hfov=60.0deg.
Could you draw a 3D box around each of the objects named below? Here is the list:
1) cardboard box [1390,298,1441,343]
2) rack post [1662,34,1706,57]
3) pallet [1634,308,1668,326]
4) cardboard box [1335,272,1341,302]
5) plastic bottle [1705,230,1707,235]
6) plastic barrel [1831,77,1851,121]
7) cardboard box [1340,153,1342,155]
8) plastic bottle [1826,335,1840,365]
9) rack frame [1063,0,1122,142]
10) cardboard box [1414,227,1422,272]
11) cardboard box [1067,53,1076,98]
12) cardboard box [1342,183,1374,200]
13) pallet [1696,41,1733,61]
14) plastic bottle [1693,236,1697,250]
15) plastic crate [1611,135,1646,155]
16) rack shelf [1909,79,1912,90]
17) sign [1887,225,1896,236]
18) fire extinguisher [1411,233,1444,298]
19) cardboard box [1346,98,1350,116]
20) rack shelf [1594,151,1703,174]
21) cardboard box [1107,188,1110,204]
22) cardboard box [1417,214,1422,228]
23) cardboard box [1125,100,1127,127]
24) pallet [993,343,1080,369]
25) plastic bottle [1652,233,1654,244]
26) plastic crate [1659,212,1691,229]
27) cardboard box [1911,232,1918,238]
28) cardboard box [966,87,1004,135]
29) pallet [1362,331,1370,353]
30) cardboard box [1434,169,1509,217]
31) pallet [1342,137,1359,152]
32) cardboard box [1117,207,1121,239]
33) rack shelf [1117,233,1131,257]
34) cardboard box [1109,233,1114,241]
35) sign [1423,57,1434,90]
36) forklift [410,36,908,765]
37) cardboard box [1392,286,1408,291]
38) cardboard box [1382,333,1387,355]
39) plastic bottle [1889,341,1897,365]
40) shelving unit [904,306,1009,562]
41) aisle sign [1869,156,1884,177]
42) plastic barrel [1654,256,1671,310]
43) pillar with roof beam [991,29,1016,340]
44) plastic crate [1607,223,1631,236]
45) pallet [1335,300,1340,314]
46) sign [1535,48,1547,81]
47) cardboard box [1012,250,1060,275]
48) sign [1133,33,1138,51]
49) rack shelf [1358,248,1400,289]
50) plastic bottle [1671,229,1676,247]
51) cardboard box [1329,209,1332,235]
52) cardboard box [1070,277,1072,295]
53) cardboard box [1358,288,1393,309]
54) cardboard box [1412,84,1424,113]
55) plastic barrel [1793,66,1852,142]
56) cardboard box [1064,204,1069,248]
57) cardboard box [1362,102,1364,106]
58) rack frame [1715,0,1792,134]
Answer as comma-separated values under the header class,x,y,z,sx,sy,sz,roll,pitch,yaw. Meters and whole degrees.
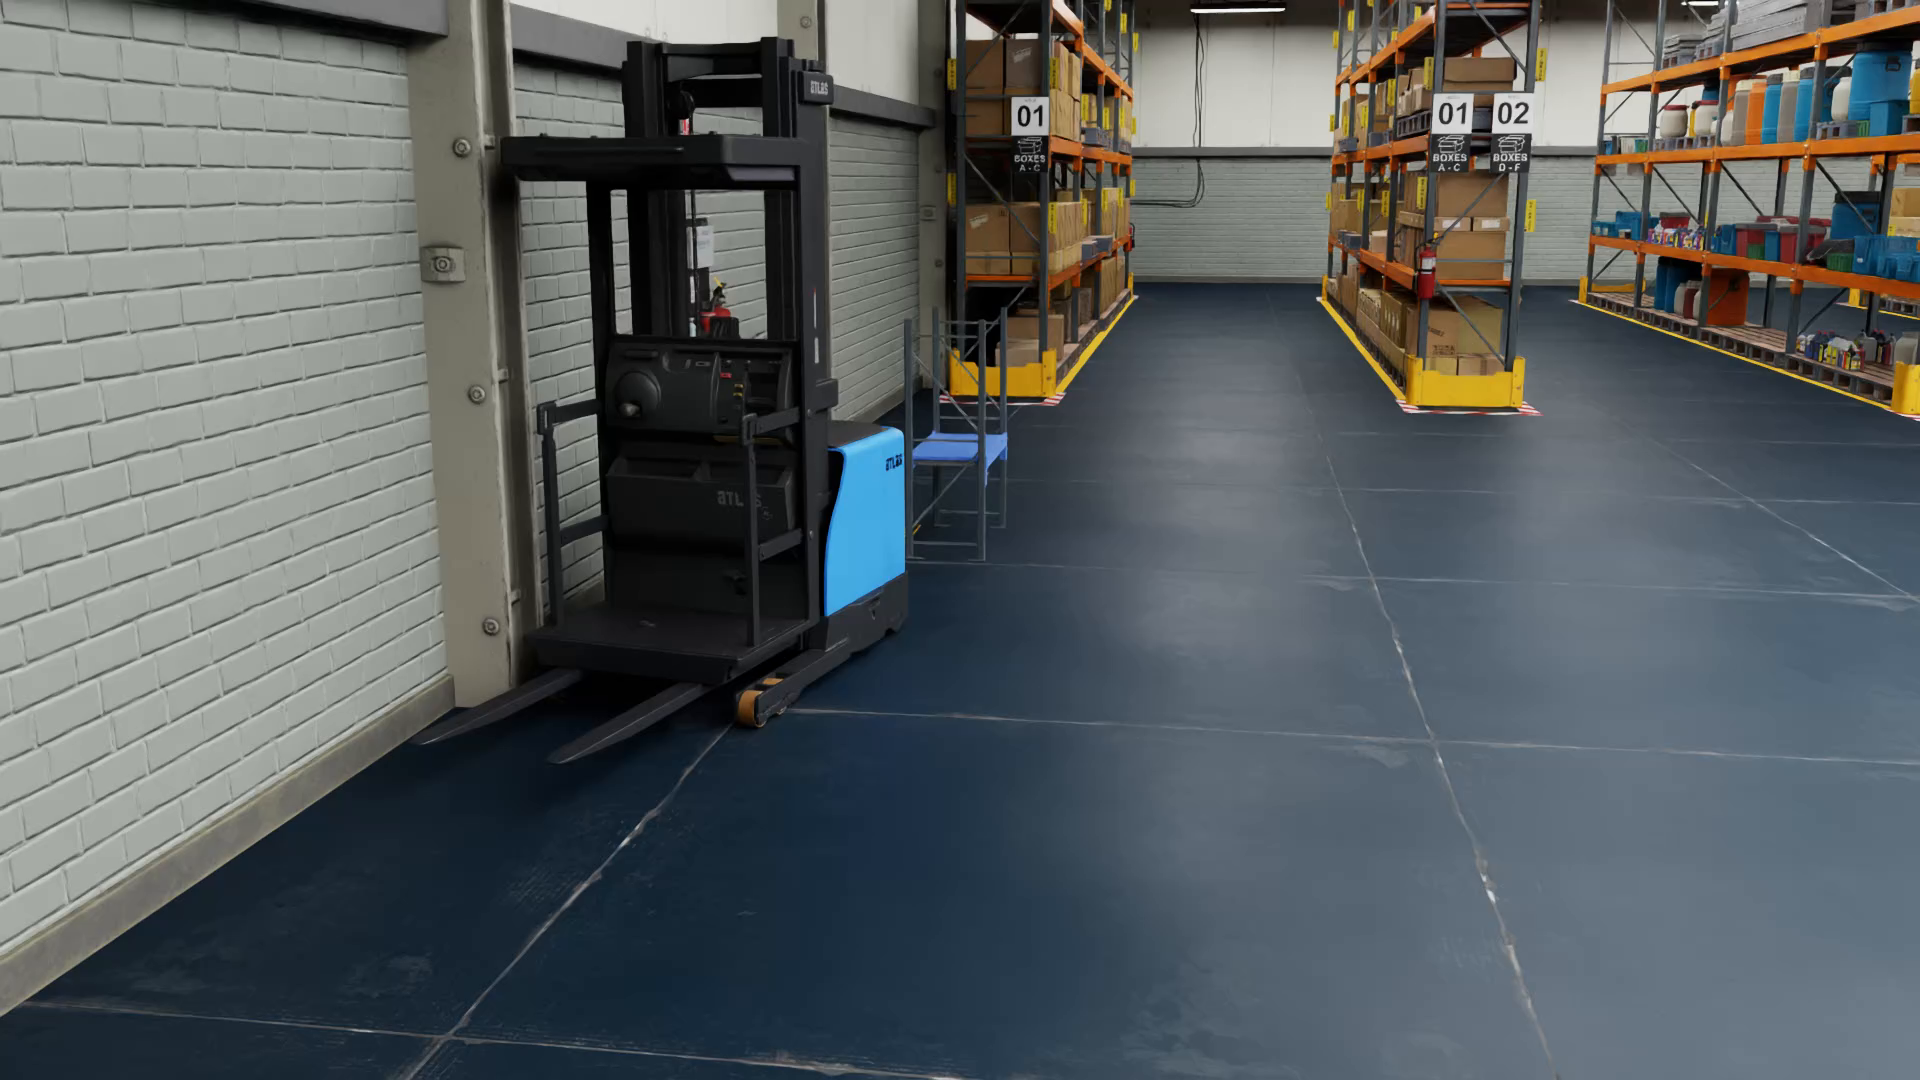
class,x,y,z,sx,sy,sz,roll,pitch,yaw
cardboard box,5.364,-2.578,19.588,0.500,0.500,0.500,2,12,9
rack post,11.937,-7.975,26.817,0.937,0.300,0.954,2,12,8
pallet,11.937,-3.731,27.805,1.003,0.211,1.213,2,12,9
cardboard box,7.011,-4.536,29.809,0.500,0.500,0.500,2,12,9
plastic bottle,12.075,-4.889,26.865,0.097,0.271,0.097,0,12,0
plastic barrel,10.607,-5.231,19.764,0.421,0.512,0.421,0,12,0
cardboard box,7.171,-7.126,30.174,0.500,0.250,0.500,2,12,9
plastic bottle,10.238,-2.226,19.445,0.144,0.351,0.185,2,12,8
rack frame,2.308,-8.507,29.108,1.000,3.000,0.127,2,12,9
cardboard box,5.678,-3.385,19.342,0.700,0.500,0.500,2,12,10
cardboard box,1.125,-5.586,20.017,0.500,0.500,0.500,1,12,7
cardboard box,7.025,-6.066,29.410,0.500,0.500,0.500,2,12,9
pallet,11.623,-7.215,24.509,1.213,0.211,1.003,2,12,9
plastic bottle,11.209,-4.513,25.288,0.097,0.201,0.097,0,12,0
plastic crate,12.206,-7.213,30.370,0.504,0.338,0.767,2,12,9
rack shelf,17.299,-7.895,28.923,1.077,0.370,4.000,2,12,9
sign,11.409,-3.703,20.400,0.100,0.325,0.005,2,12,9
fire extinguisher,4.881,-2.869,17.371,0.296,0.674,0.183,2,12,9
cardboard box,7.455,-7.834,30.494,0.700,0.500,0.500,2,12,9
rack shelf,12.405,-6.784,29.942,1.077,0.370,4.000,2,12,9
cardboard box,2.172,-5.615,27.156,0.500,0.250,0.500,2,12,9
cardboard box,5.426,-3.638,18.977,0.380,0.149,0.250,2,12,10
cardboard box,2.838,-7.938,30.928,0.500,0.500,0.500,2,12,9
pallet,1.009,-2.405,21.652,1.003,0.211,1.213,2,12,9
plastic bottle,11.599,-5.041,27.738,0.097,0.201,0.097,0,12,0
plastic crate,12.482,-5.492,29.062,0.402,0.464,0.583,2,12,9
cardboard box,16.912,-5.312,29.117,0.380,0.149,0.250,2,12,8
cardboard box,0.277,-4.697,18.261,0.500,0.500,0.500,3,12,13
pallet,6.233,-2.796,23.464,1.003,0.211,1.213,2,12,9
cardboard box,5.450,-3.708,17.760,0.700,0.500,0.500,2,12,9
pallet,6.877,-6.440,27.081,1.213,0.211,1.003,2,12,9
cardboard box,2.408,-5.833,30.230,0.980,0.700,0.700,2,12,10
rack shelf,2.616,-5.639,31.747,1.077,0.370,4.000,2,12,9
cardboard box,2.453,-5.219,28.640,0.380,0.149,0.250,2,12,9
sign,4.824,-4.798,17.102,0.100,0.325,0.005,2,12,9
forklift,-1.263,-0.716,7.357,1.130,2.935,3.031,4,13,20
cardboard box,6.941,-3.661,25.749,0.500,0.500,0.500,2,12,11
cardboard box,5.520,-2.420,20.632,0.500,0.250,0.500,2,12,9
plastic bottle,10.945,-2.187,19.444,0.152,0.276,0.135,2,12,10
shelving unit,-0.013,-0.715,10.753,0.538,1.500,1.048,2,12,9
aisle sign,17.321,-7.221,31.210,0.394,0.787,0.004,2,12,9
plastic barrel,11.997,-4.320,27.904,0.600,0.901,0.708,2,12,9
pillar with roof beam,4.892,-7.292,23.471,9.100,9.000,0.400,2,12,9
plastic crate,12.147,-5.719,30.665,0.416,0.233,0.300,2,12,9
pallet,7.310,-4.194,29.956,1.003,0.211,1.213,2,12,9
sign,5.905,-4.830,16.902,0.100,0.325,0.005,2,12,9
cardboard box,0.851,-3.104,18.586,0.500,0.250,0.500,2,12,7
sign,3.457,-9.815,32.769,0.100,0.325,0.005,2,12,9
rack shelf,6.281,-3.814,23.279,1.077,0.370,4.000,2,12,9
plastic bottle,11.412,-4.822,26.554,0.097,0.271,0.097,0,12,0
cardboard box,7.490,-6.212,32.463,0.500,0.500,0.500,2,12,10
cardboard box,1.410,-3.726,24.272,0.500,0.250,0.500,2,12,8
cardboard box,6.217,-3.618,24.860,0.500,0.311,0.500,2,12,11
cardboard box,5.360,-4.977,18.731,0.500,0.311,0.500,3,13,15
plastic barrel,10.731,-5.412,20.678,0.600,0.901,0.708,2,12,9
cardboard box,1.004,-3.679,19.473,0.500,0.500,0.500,1,12,7
cardboard box,6.973,-6.942,27.493,0.600,0.600,0.600,2,12,8
rack frame,11.482,-7.353,23.755,1.000,3.000,0.127,2,12,9
